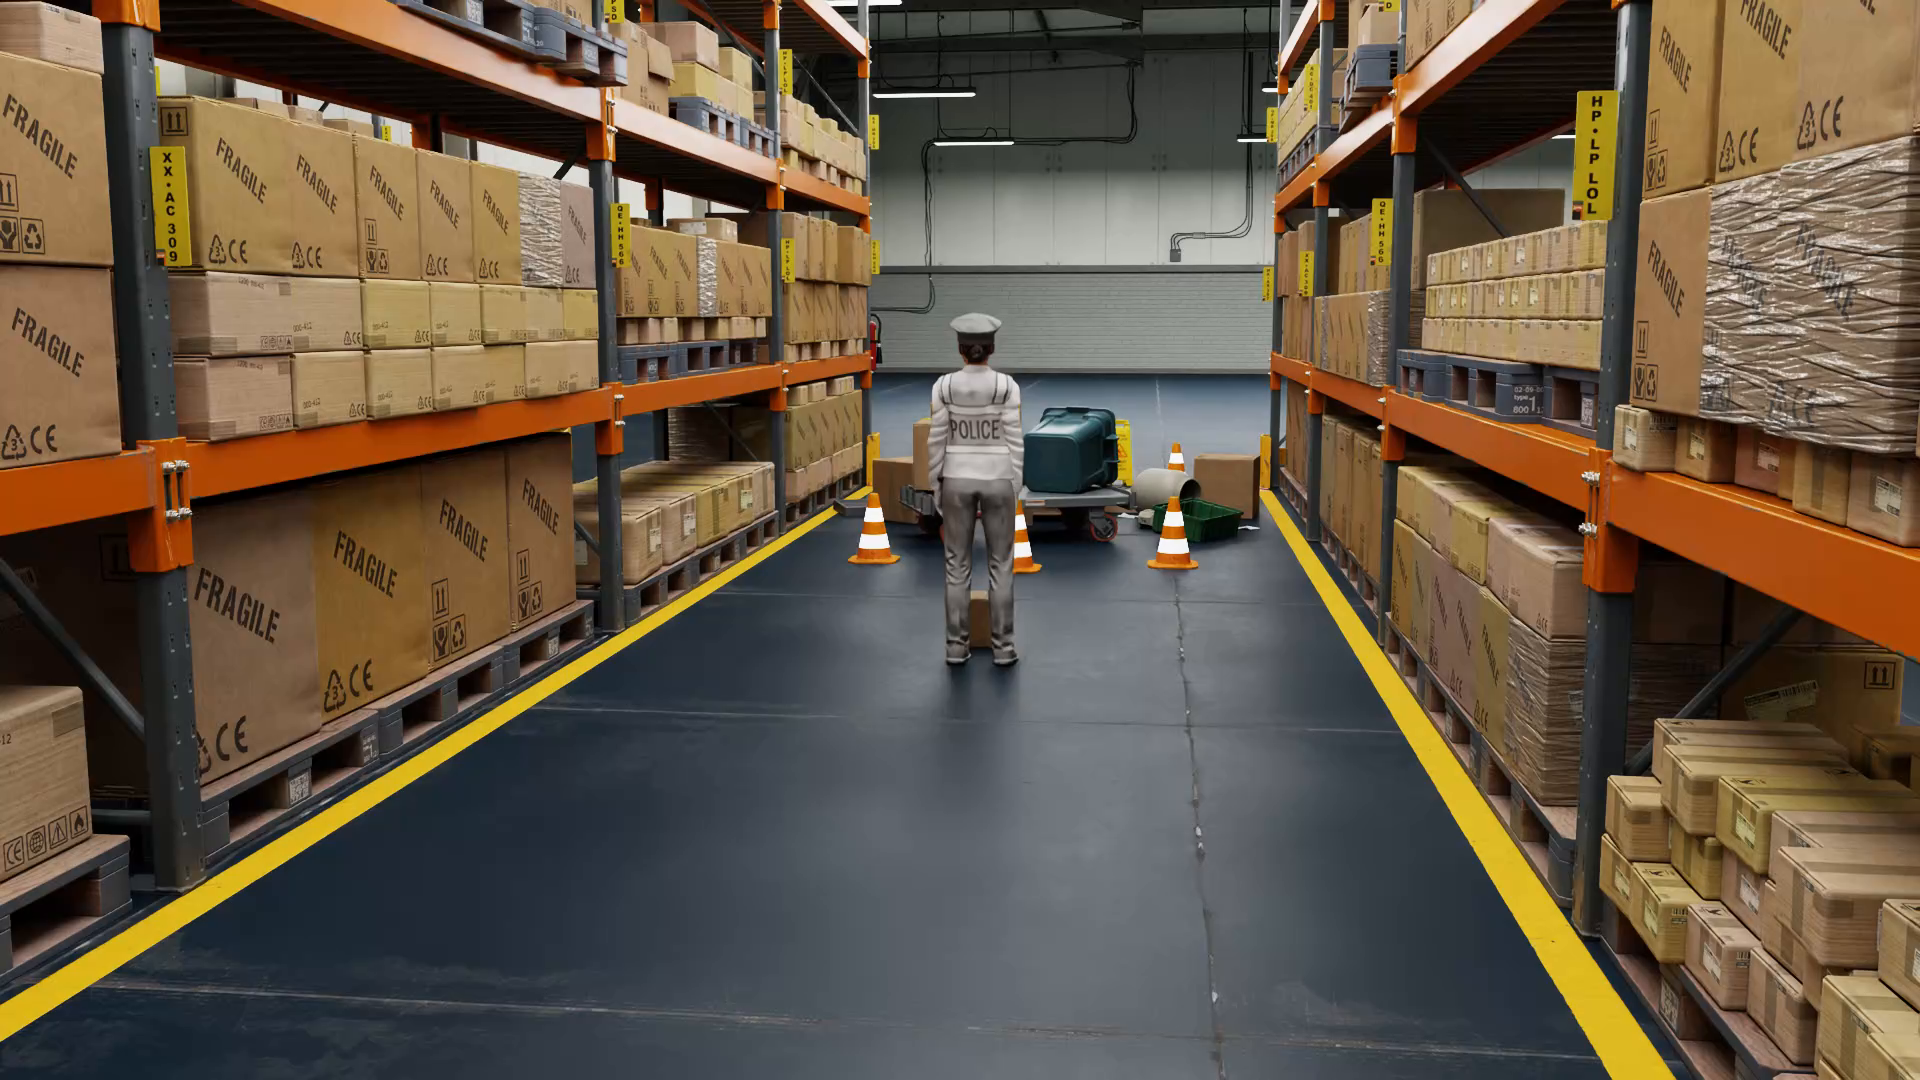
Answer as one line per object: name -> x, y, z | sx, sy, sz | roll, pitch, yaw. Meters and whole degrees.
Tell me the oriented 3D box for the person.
person -> 0.077, -0.239, 7.995 | 0.469, 1.691, 0.345 | 1, 8, 8
